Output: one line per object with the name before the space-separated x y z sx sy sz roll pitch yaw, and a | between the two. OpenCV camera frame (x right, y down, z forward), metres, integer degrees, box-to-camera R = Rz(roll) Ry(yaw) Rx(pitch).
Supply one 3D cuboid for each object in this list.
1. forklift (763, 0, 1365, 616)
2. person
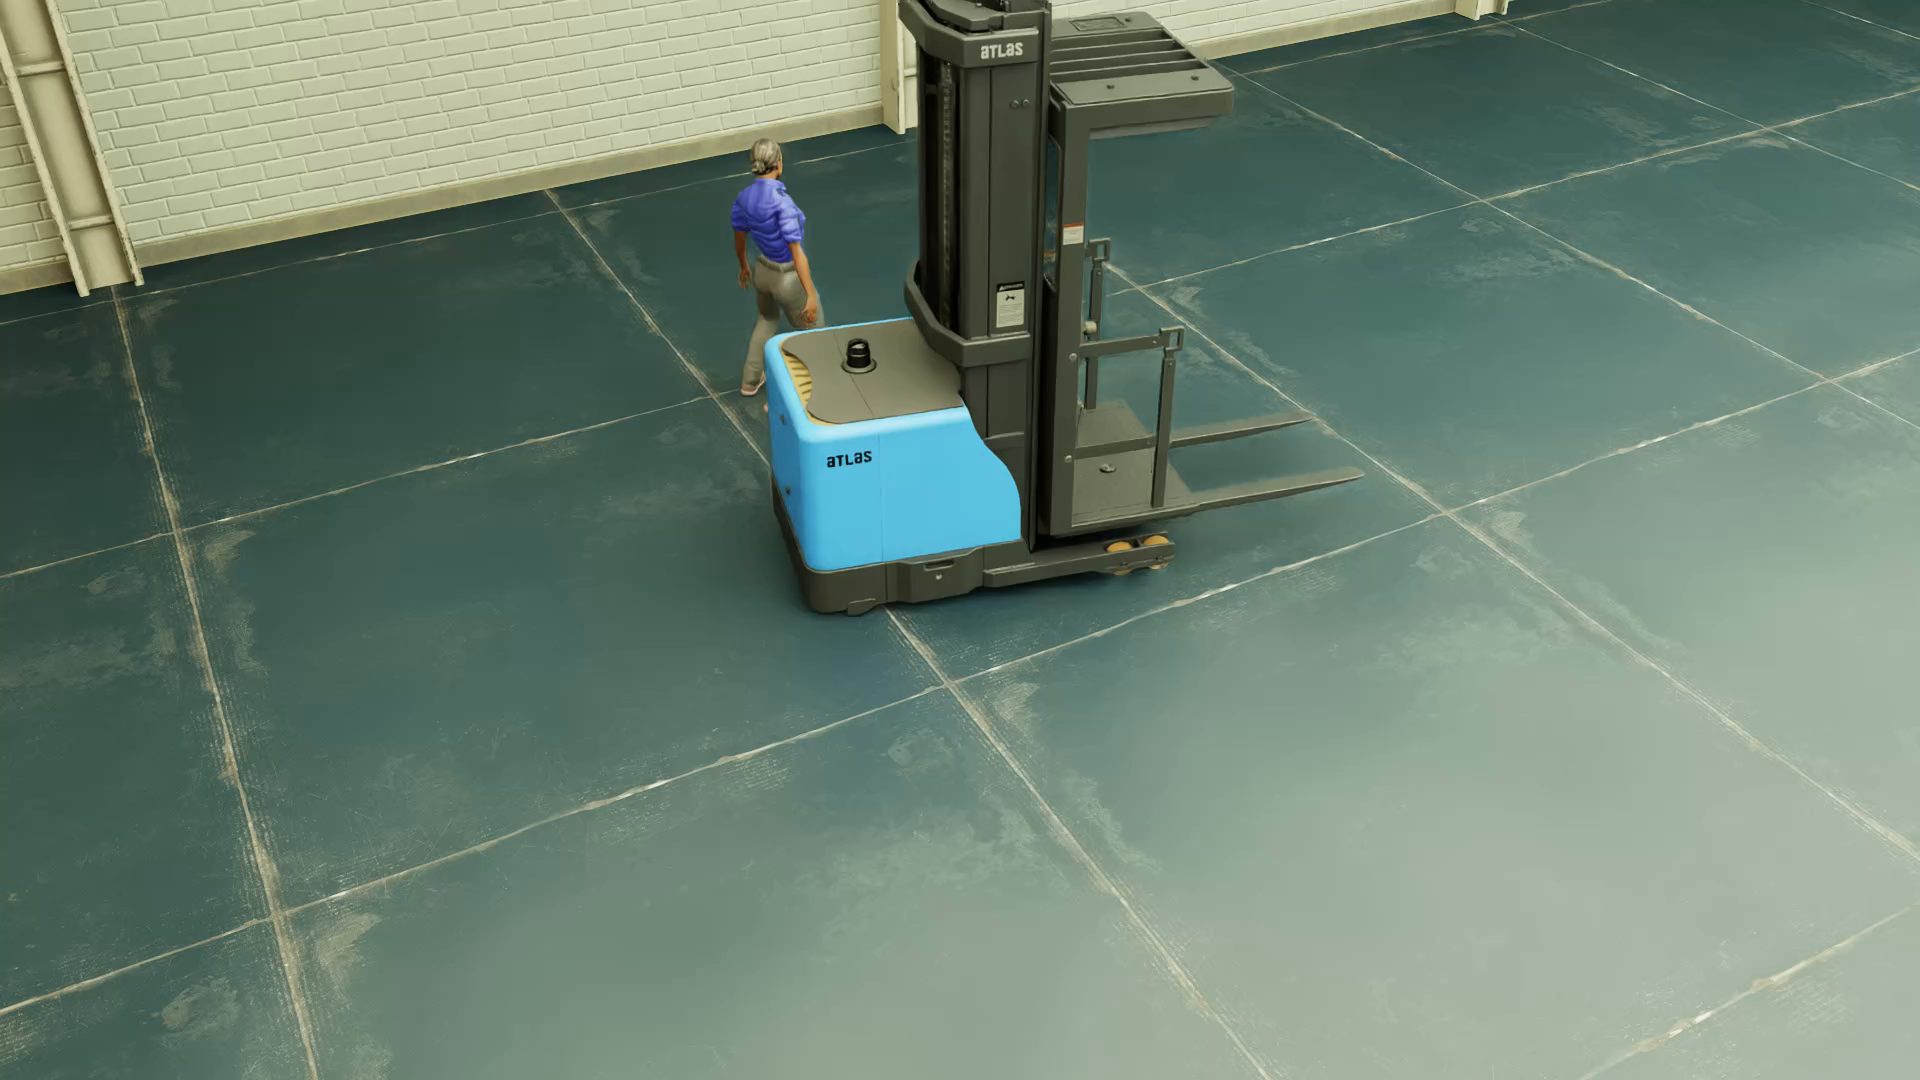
forklift | 0.590 -1.304 7.967 3.031 2.935 1.130 -9 36 -13
person | -1.043 -1.443 9.346 0.461 1.583 0.789 -28 44 -34
